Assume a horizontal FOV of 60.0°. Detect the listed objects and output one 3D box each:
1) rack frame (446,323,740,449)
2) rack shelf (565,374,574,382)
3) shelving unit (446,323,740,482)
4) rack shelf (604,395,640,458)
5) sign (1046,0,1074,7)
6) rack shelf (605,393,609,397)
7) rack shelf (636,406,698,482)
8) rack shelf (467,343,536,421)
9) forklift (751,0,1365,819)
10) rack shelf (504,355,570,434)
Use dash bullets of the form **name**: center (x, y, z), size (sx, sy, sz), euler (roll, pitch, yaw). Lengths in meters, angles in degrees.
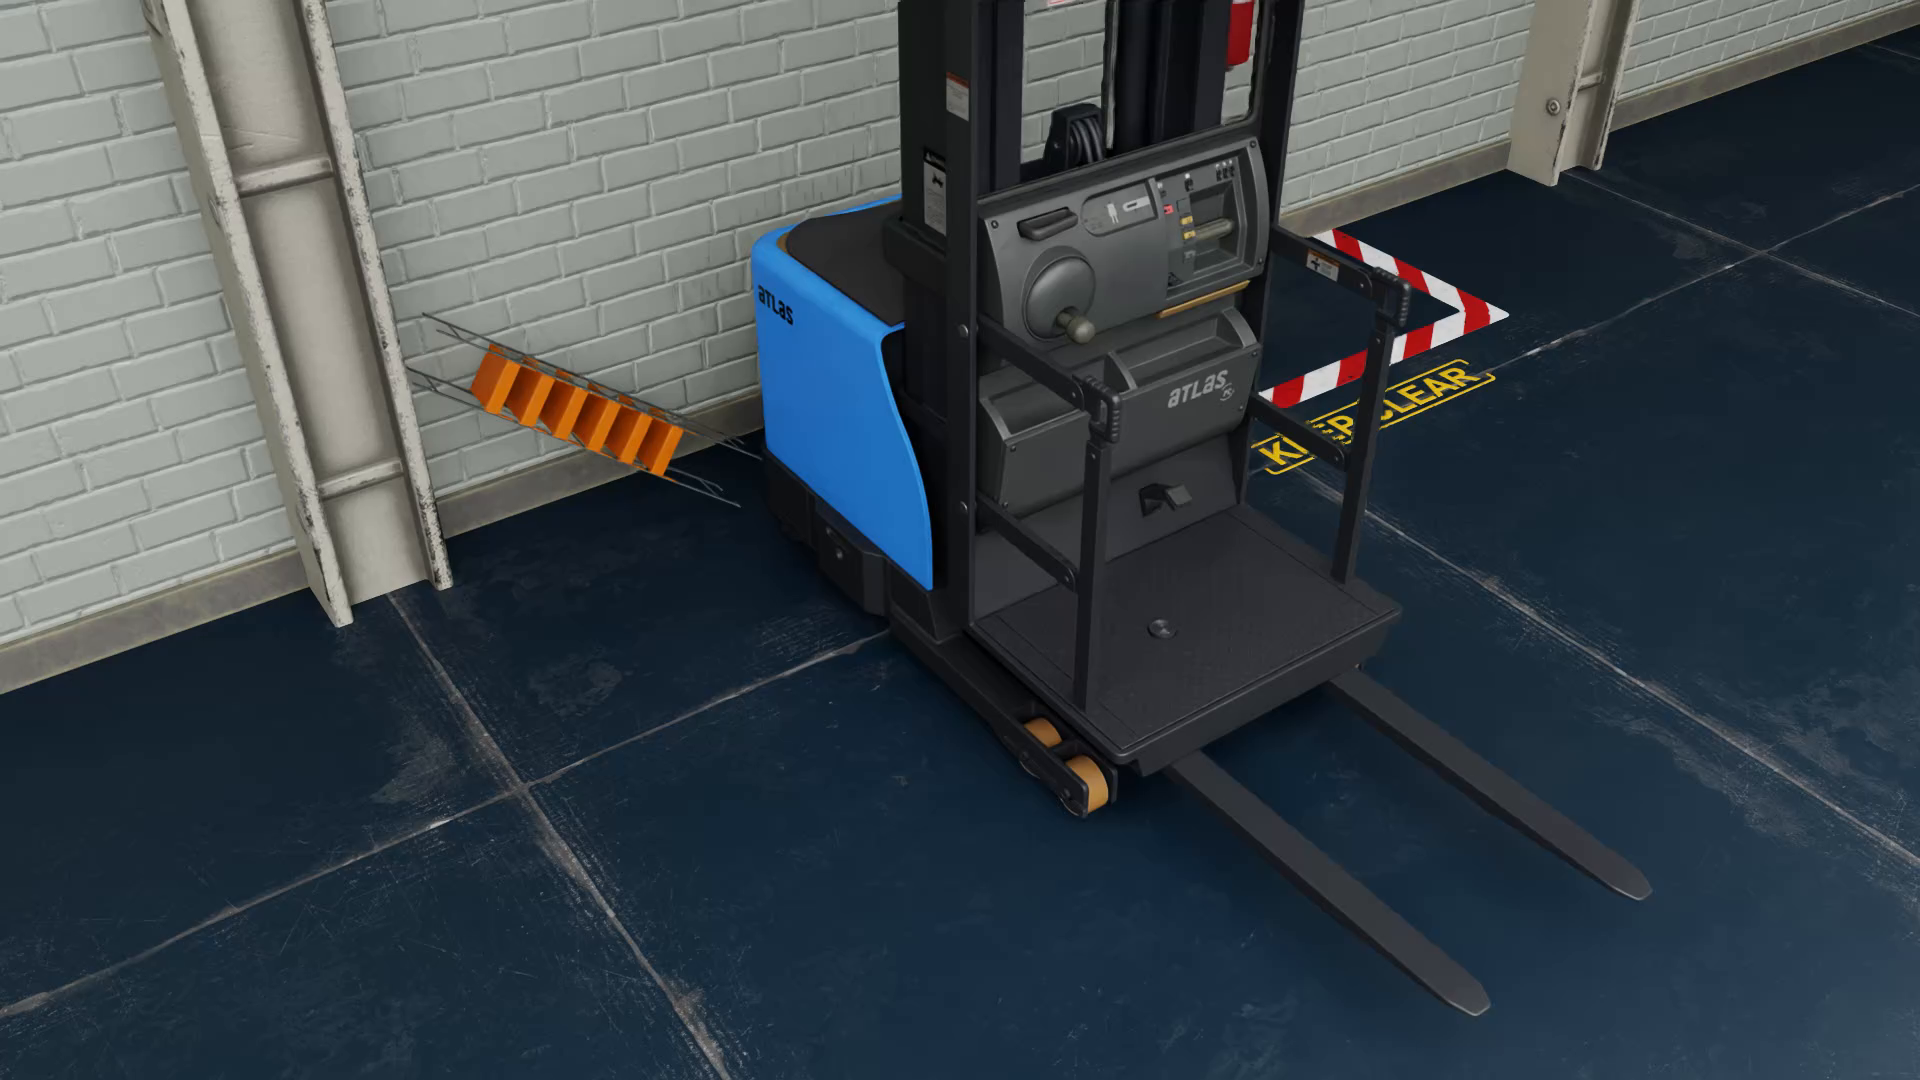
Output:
- **rack frame**: center (-1.204, -0.503, 5.557), size (1.046, 0.002, 0.228), euler (22, 9, -34)
- **rack shelf**: center (-1.318, -0.451, 5.515), size (0.020, 0.166, 0.199), euler (22, 9, -34)
- **shelving unit**: center (-1.244, -0.423, 5.569), size (1.046, 0.183, 0.258), euler (22, 9, -34)
- **rack shelf**: center (-1.139, -0.380, 5.646), size (0.034, 0.171, 0.221), euler (22, 9, -34)
- **sign**: center (10.361, -2.162, 6.103), size (16.451, 0.391, 11.513), euler (-22, 41, -28)
- **rack shelf**: center (-1.226, -0.414, 5.583), size (0.020, 0.166, 0.199), euler (22, 9, -34)
- **rack shelf**: center (-1.025, -0.335, 5.728), size (0.103, 0.180, 0.258), euler (22, 9, -34)
- **rack shelf**: center (-1.488, -0.518, 5.392), size (0.103, 0.180, 0.258), euler (22, 9, -34)
- **forklift**: center (0.584, -0.741, 4.270), size (1.130, 2.935, 3.031), euler (-23, 41, -28)
- **rack shelf**: center (-1.395, -0.481, 5.460), size (0.103, 0.180, 0.258), euler (22, 9, -34)
